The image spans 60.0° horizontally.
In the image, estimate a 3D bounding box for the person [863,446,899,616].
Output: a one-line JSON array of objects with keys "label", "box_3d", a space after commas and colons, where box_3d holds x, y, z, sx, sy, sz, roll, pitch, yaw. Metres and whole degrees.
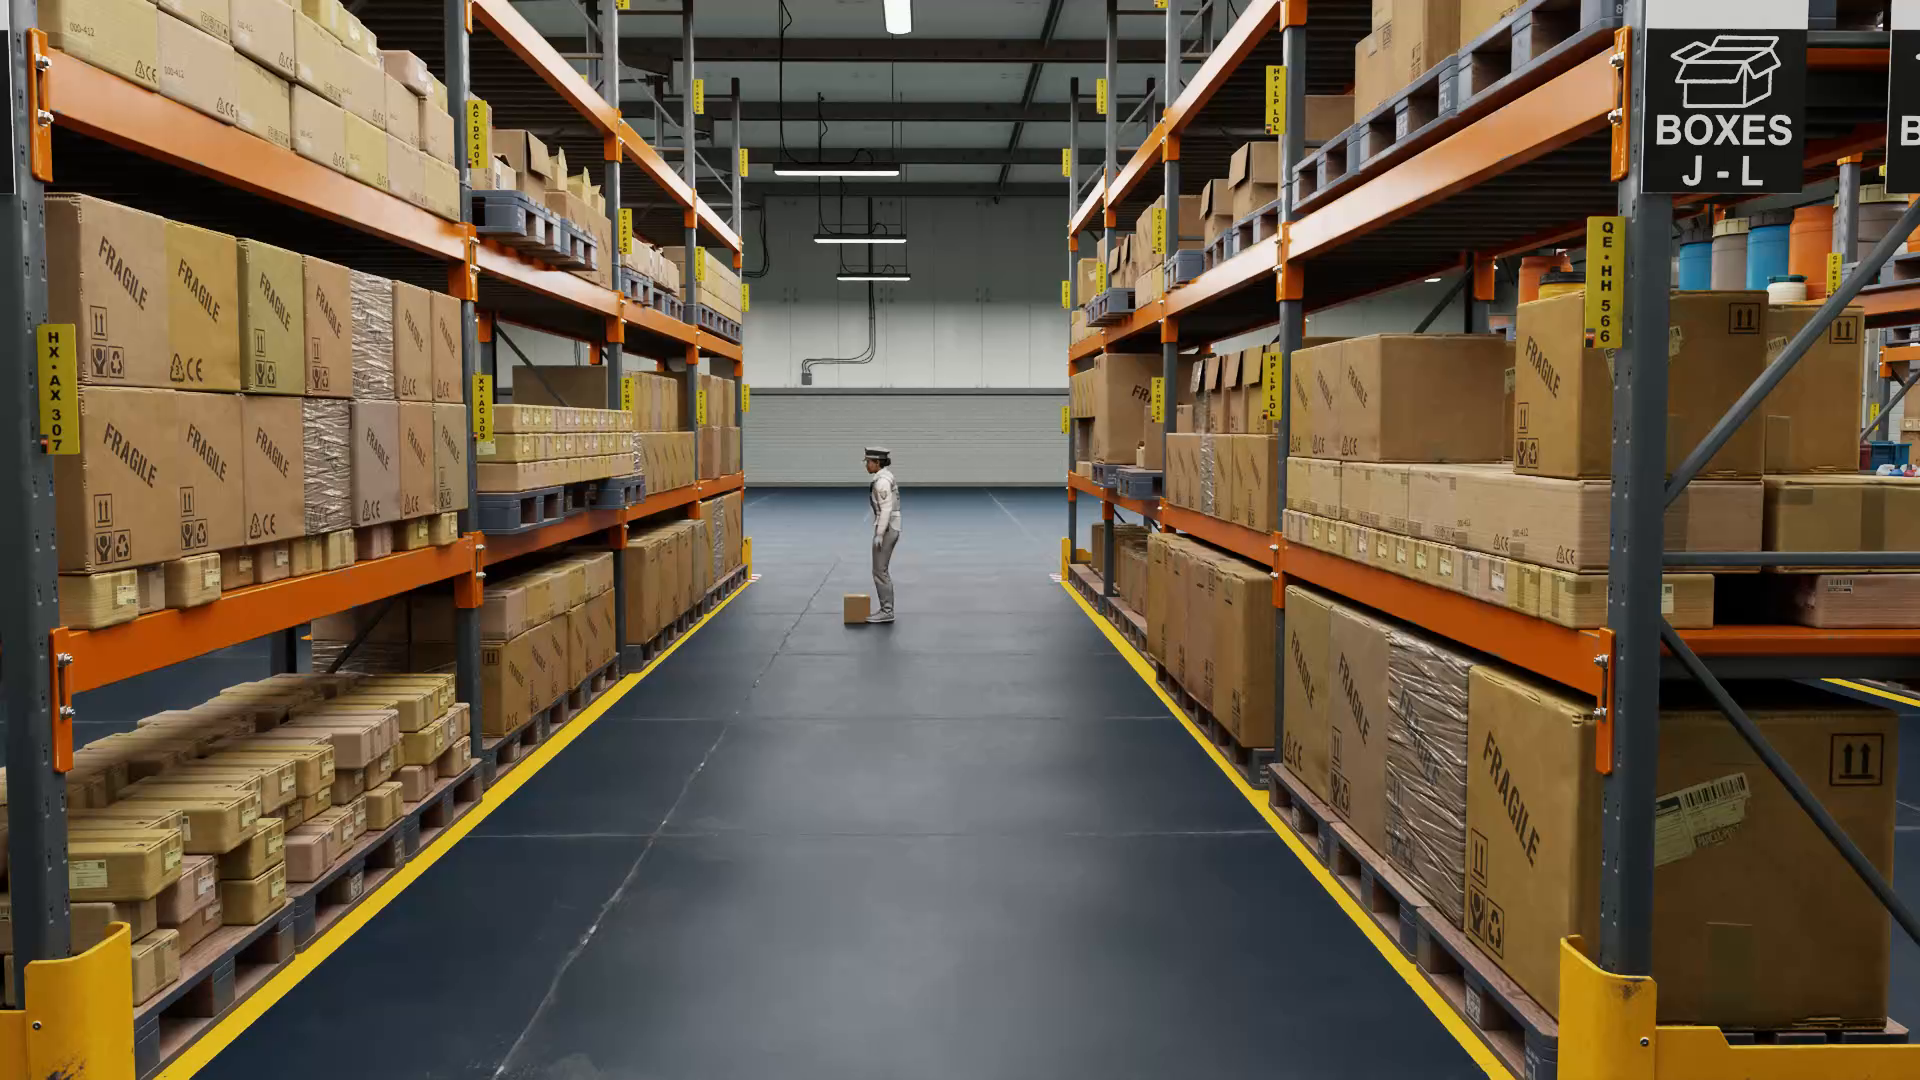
[{"label": "person", "box_3d": [-0.750, -0.087, 15.801, 0.342, 1.600, 0.503, 0, 4, -3]}]
